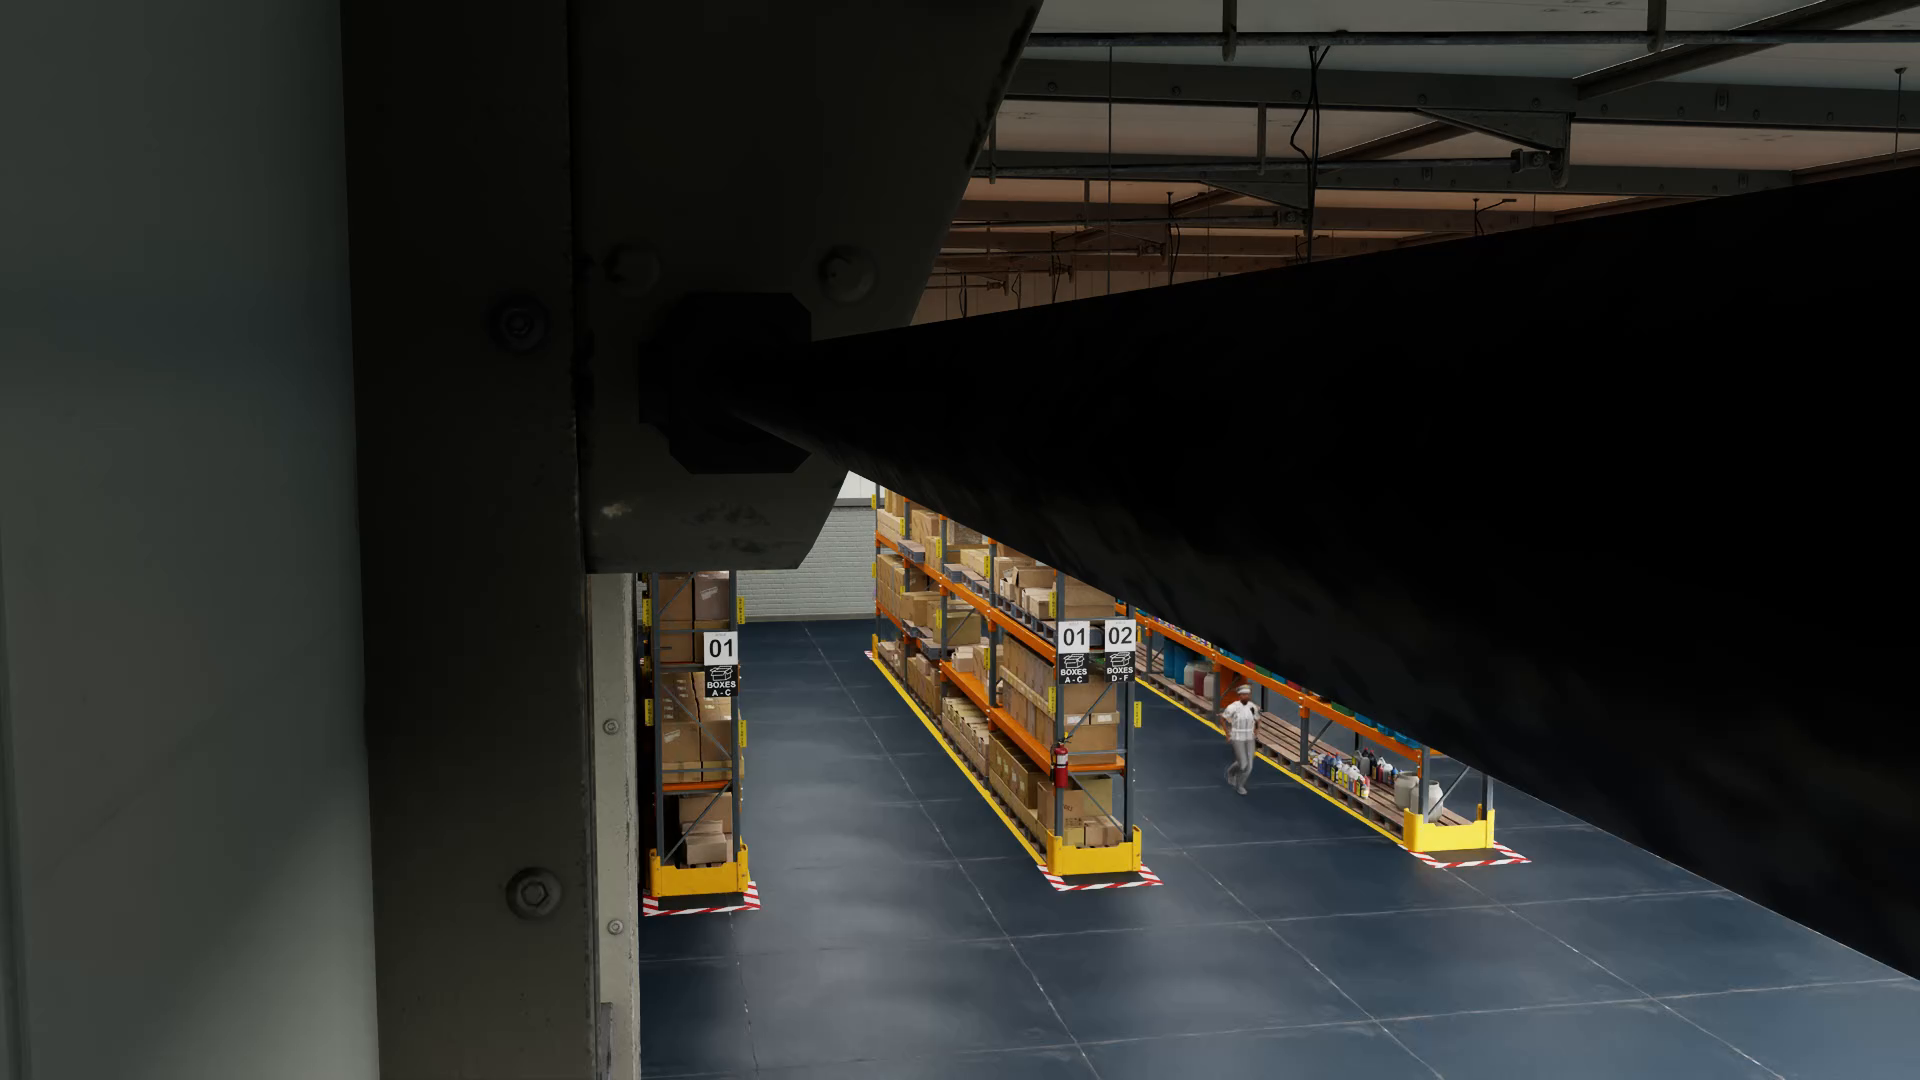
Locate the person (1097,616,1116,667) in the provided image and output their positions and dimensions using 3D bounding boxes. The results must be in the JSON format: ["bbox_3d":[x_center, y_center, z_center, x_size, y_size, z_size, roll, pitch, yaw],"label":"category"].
[{"bbox_3d":[2.664,1.993,30.493,0.656,1.822,0.865,-3,6,-23],"label":"person"}]

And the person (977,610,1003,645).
[{"bbox_3d":[0.734,1.791,35.914,0.694,1.808,0.725,-3,7,-27],"label":"person"}]

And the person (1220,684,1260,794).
[{"bbox_3d":[4.222,2.970,24.737,0.571,1.659,0.548,-2,6,-15],"label":"person"}]
